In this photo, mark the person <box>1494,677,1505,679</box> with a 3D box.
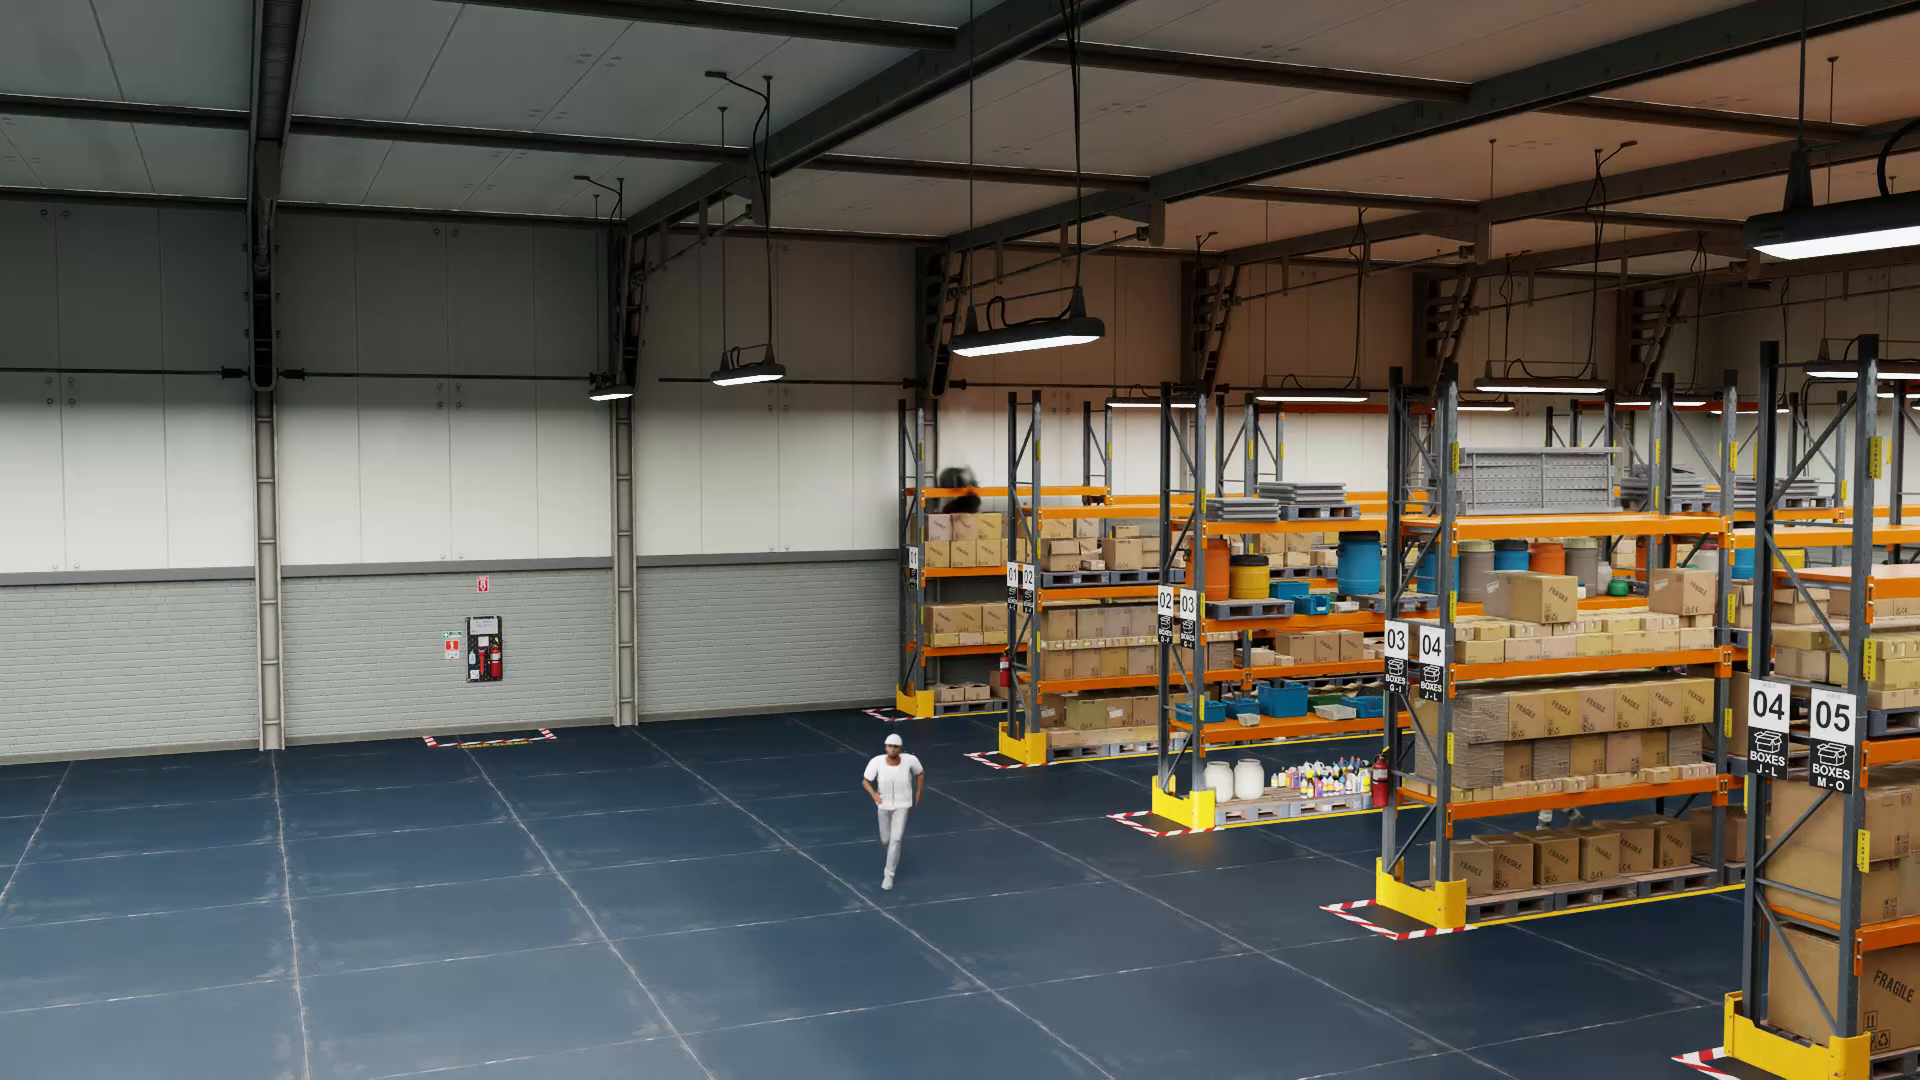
[{"bbox_3d":[9.243,2.626,28.254,0.791,1.819,0.640,-2,4,-34],"label":"person"}]

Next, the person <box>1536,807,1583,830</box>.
[{"bbox_3d":[7.702,3.025,21.510,0.915,1.830,0.692,-2,4,-29],"label":"person"}]

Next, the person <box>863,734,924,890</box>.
[{"bbox_3d":[-0.789,3.141,19.612,0.725,1.756,0.992,0,3,2],"label":"person"}]
